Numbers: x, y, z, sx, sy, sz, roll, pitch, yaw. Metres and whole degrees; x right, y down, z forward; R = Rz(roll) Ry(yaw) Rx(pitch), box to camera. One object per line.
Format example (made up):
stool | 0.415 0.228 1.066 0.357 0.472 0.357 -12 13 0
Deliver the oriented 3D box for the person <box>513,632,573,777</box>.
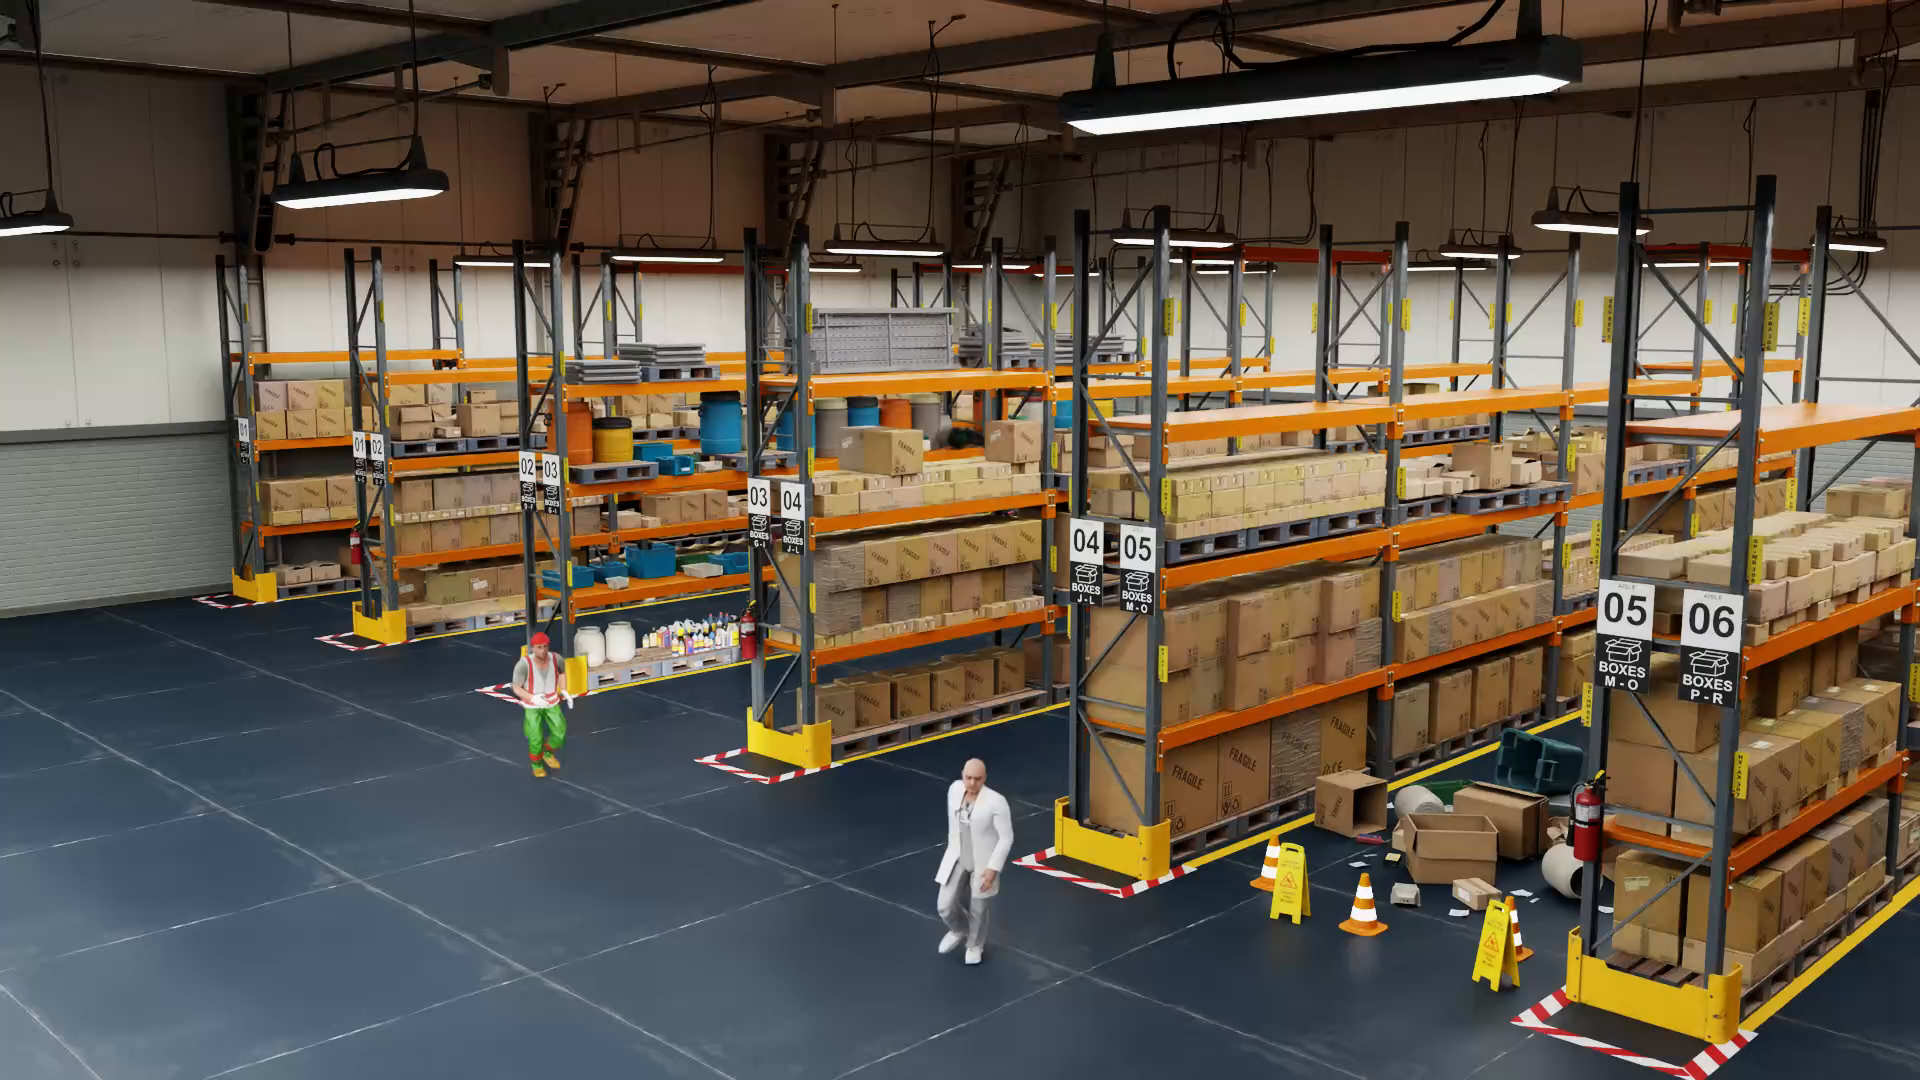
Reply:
person | -4.509 1.798 18.024 0.678 1.676 0.772 -4 9 -27

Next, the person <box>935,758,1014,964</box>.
person | 0.123 2.494 12.896 0.686 1.722 0.732 3 9 21

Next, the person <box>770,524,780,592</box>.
person | -3.285 0.104 27.913 0.618 1.778 0.807 4 9 26
